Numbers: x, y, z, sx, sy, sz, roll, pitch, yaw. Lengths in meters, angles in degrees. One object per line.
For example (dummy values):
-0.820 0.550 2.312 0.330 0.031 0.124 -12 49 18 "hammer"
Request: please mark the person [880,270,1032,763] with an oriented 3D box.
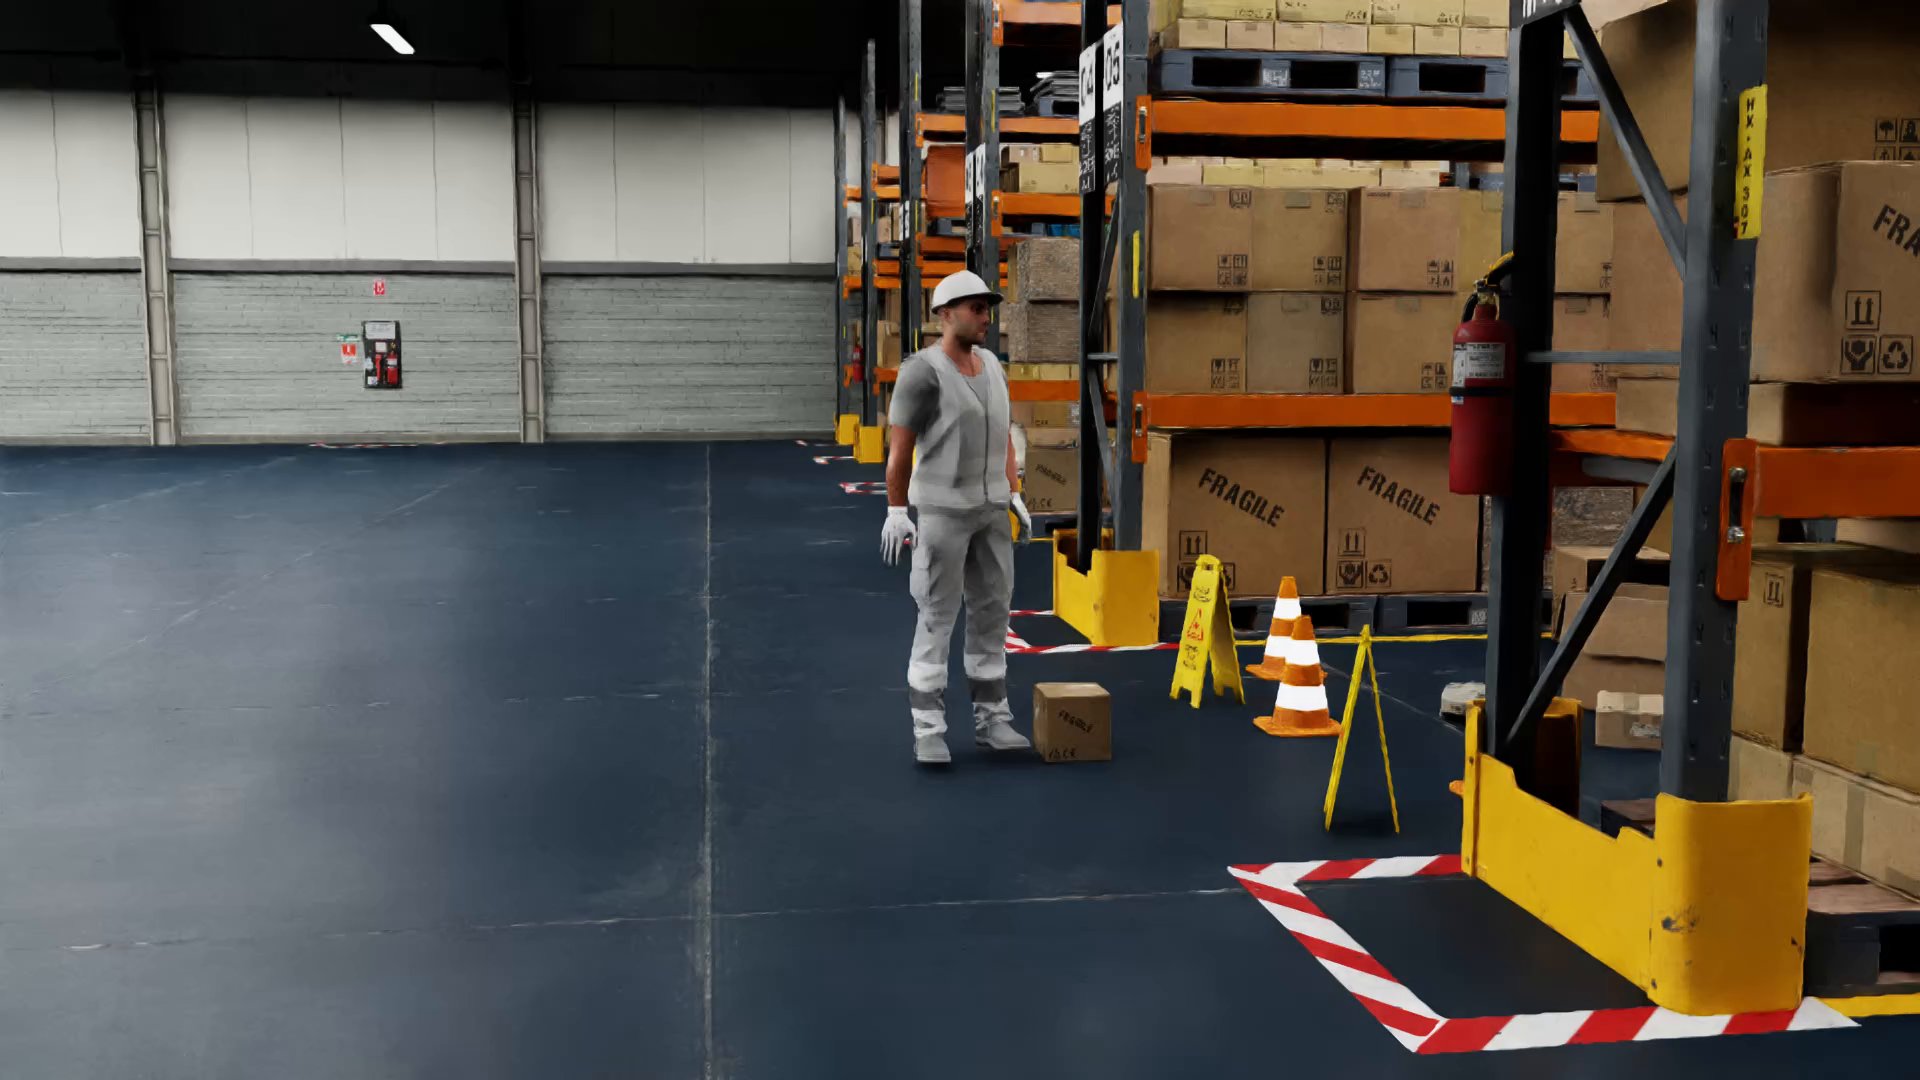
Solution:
0.009 -0.088 6.132 0.607 1.798 0.465 -6 9 -42 "person"
